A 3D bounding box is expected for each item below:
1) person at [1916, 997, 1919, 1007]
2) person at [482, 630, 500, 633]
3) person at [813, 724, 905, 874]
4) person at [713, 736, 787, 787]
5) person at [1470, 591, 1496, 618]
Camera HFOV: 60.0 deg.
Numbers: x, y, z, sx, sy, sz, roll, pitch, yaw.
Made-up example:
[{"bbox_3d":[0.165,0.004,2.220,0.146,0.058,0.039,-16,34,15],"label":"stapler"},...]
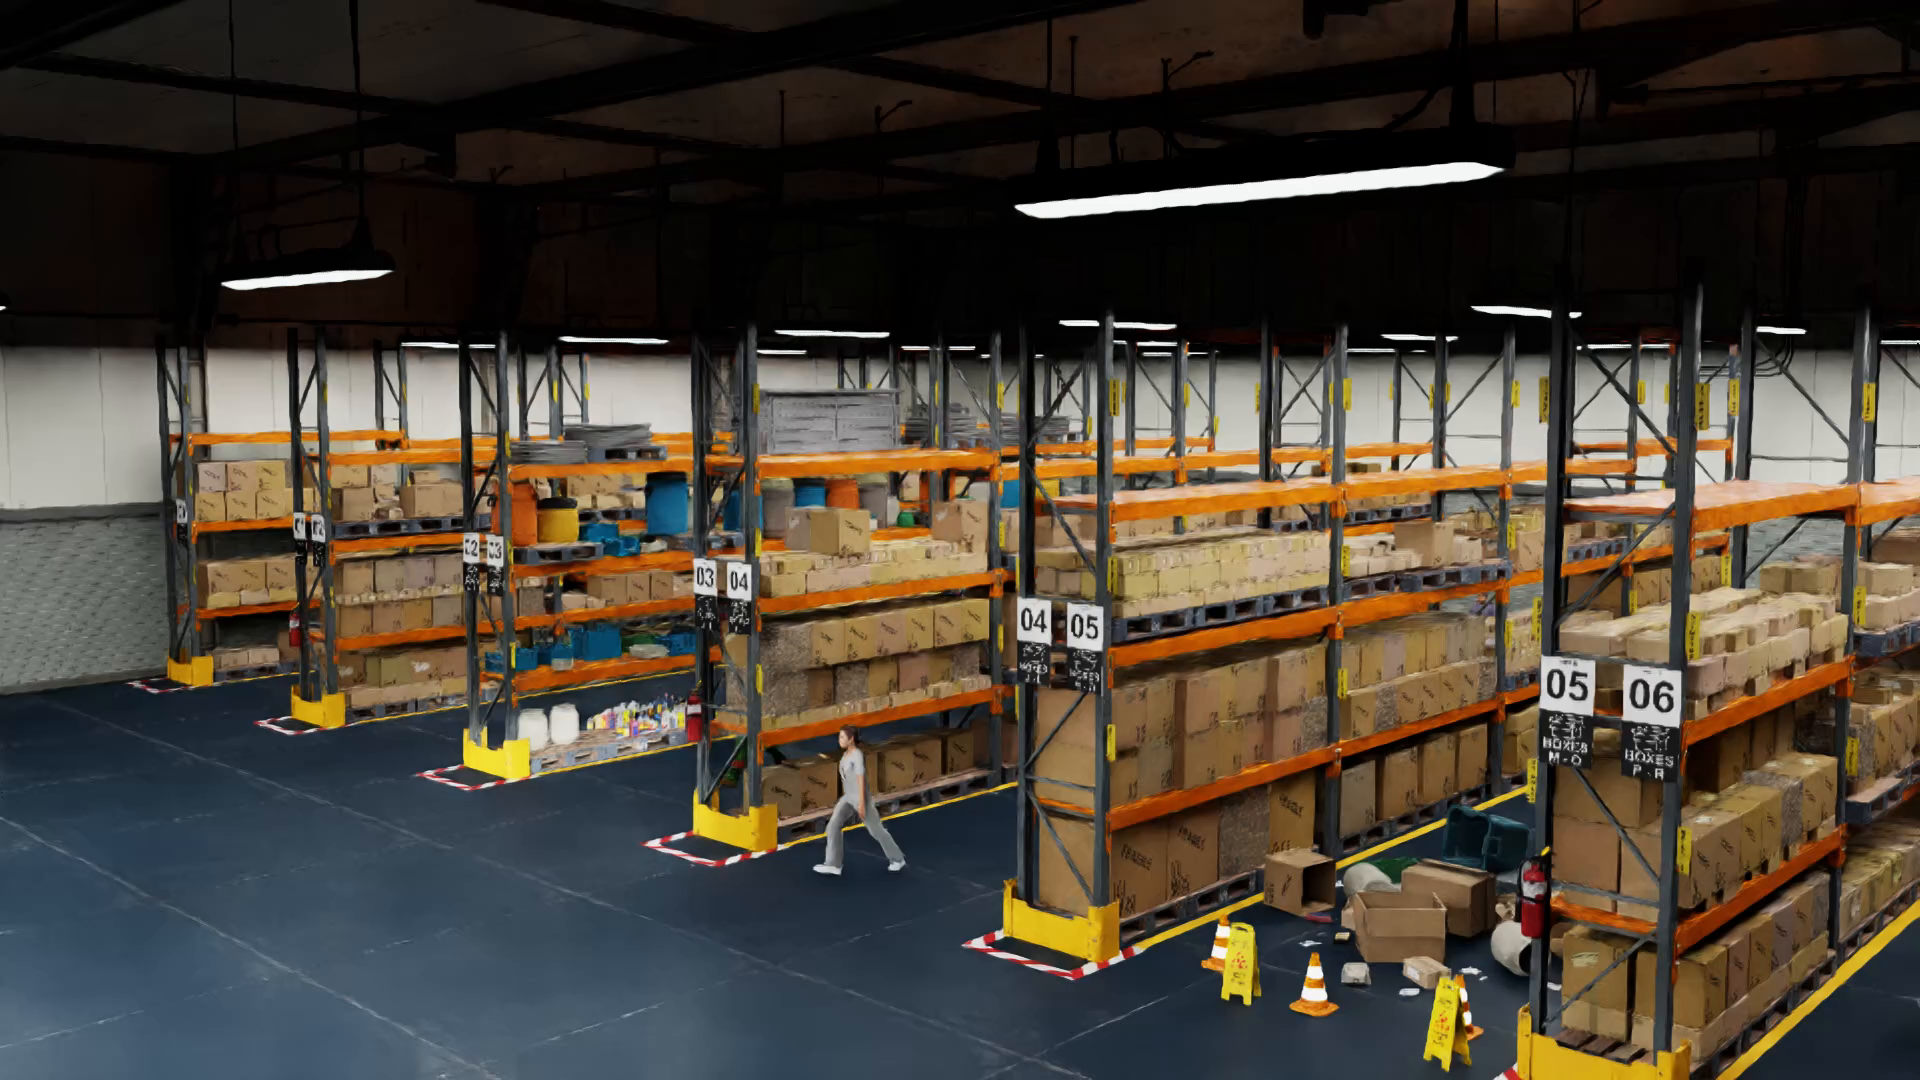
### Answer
[{"bbox_3d":[7.956,3.044,13.351,0.468,1.742,0.586,2,6,18],"label":"person"},{"bbox_3d":[-8.940,1.350,31.416,1.193,1.698,0.598,-5,8,-44],"label":"person"},{"bbox_3d":[-1.044,2.721,17.486,0.954,1.609,0.494,-3,6,-26],"label":"person"},{"bbox_3d":[-2.634,2.314,21.267,0.983,1.745,0.595,-2,6,-24],"label":"person"},{"bbox_3d":[9.174,1.642,29.194,1.090,1.544,0.479,-5,8,-45],"label":"person"}]
